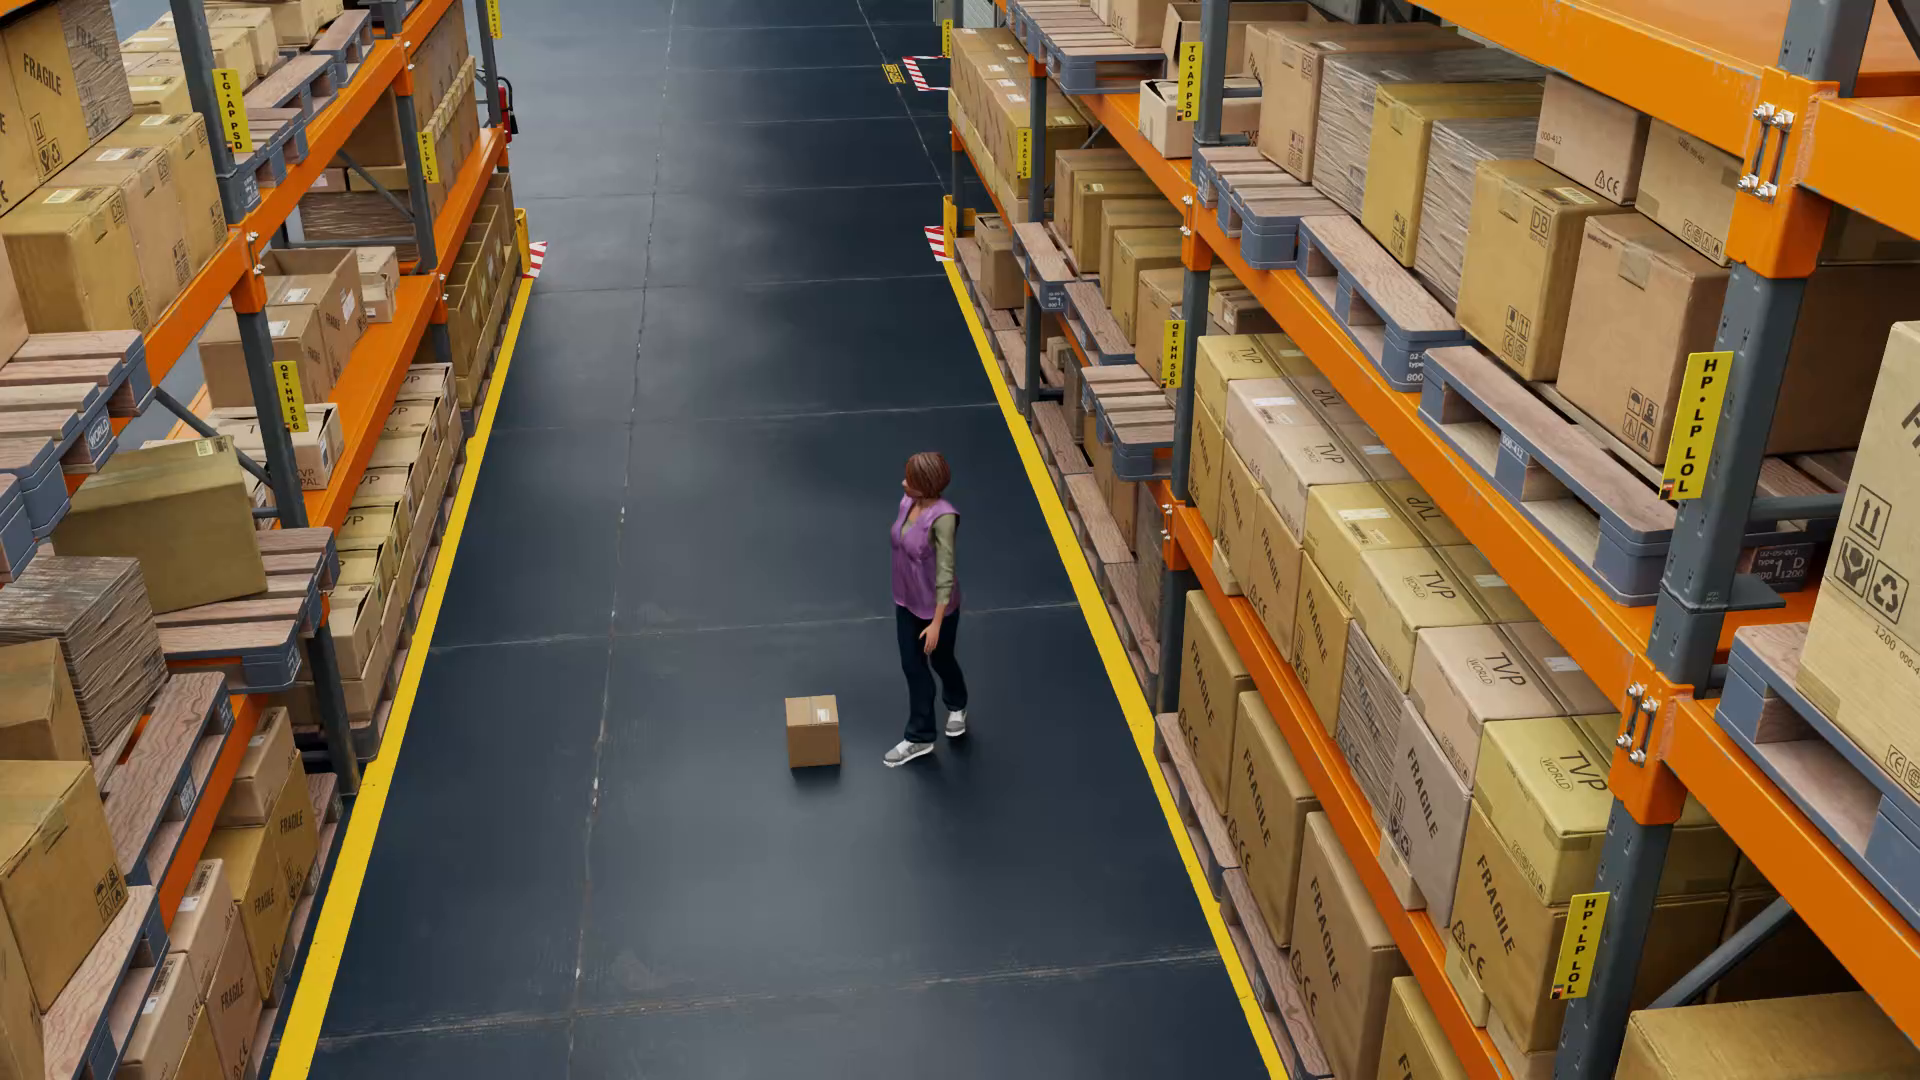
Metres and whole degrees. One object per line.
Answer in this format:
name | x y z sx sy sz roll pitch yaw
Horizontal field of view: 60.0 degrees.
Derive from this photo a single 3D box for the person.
person | -0.139 0.330 8.006 0.568 1.603 0.500 -22 35 -36
